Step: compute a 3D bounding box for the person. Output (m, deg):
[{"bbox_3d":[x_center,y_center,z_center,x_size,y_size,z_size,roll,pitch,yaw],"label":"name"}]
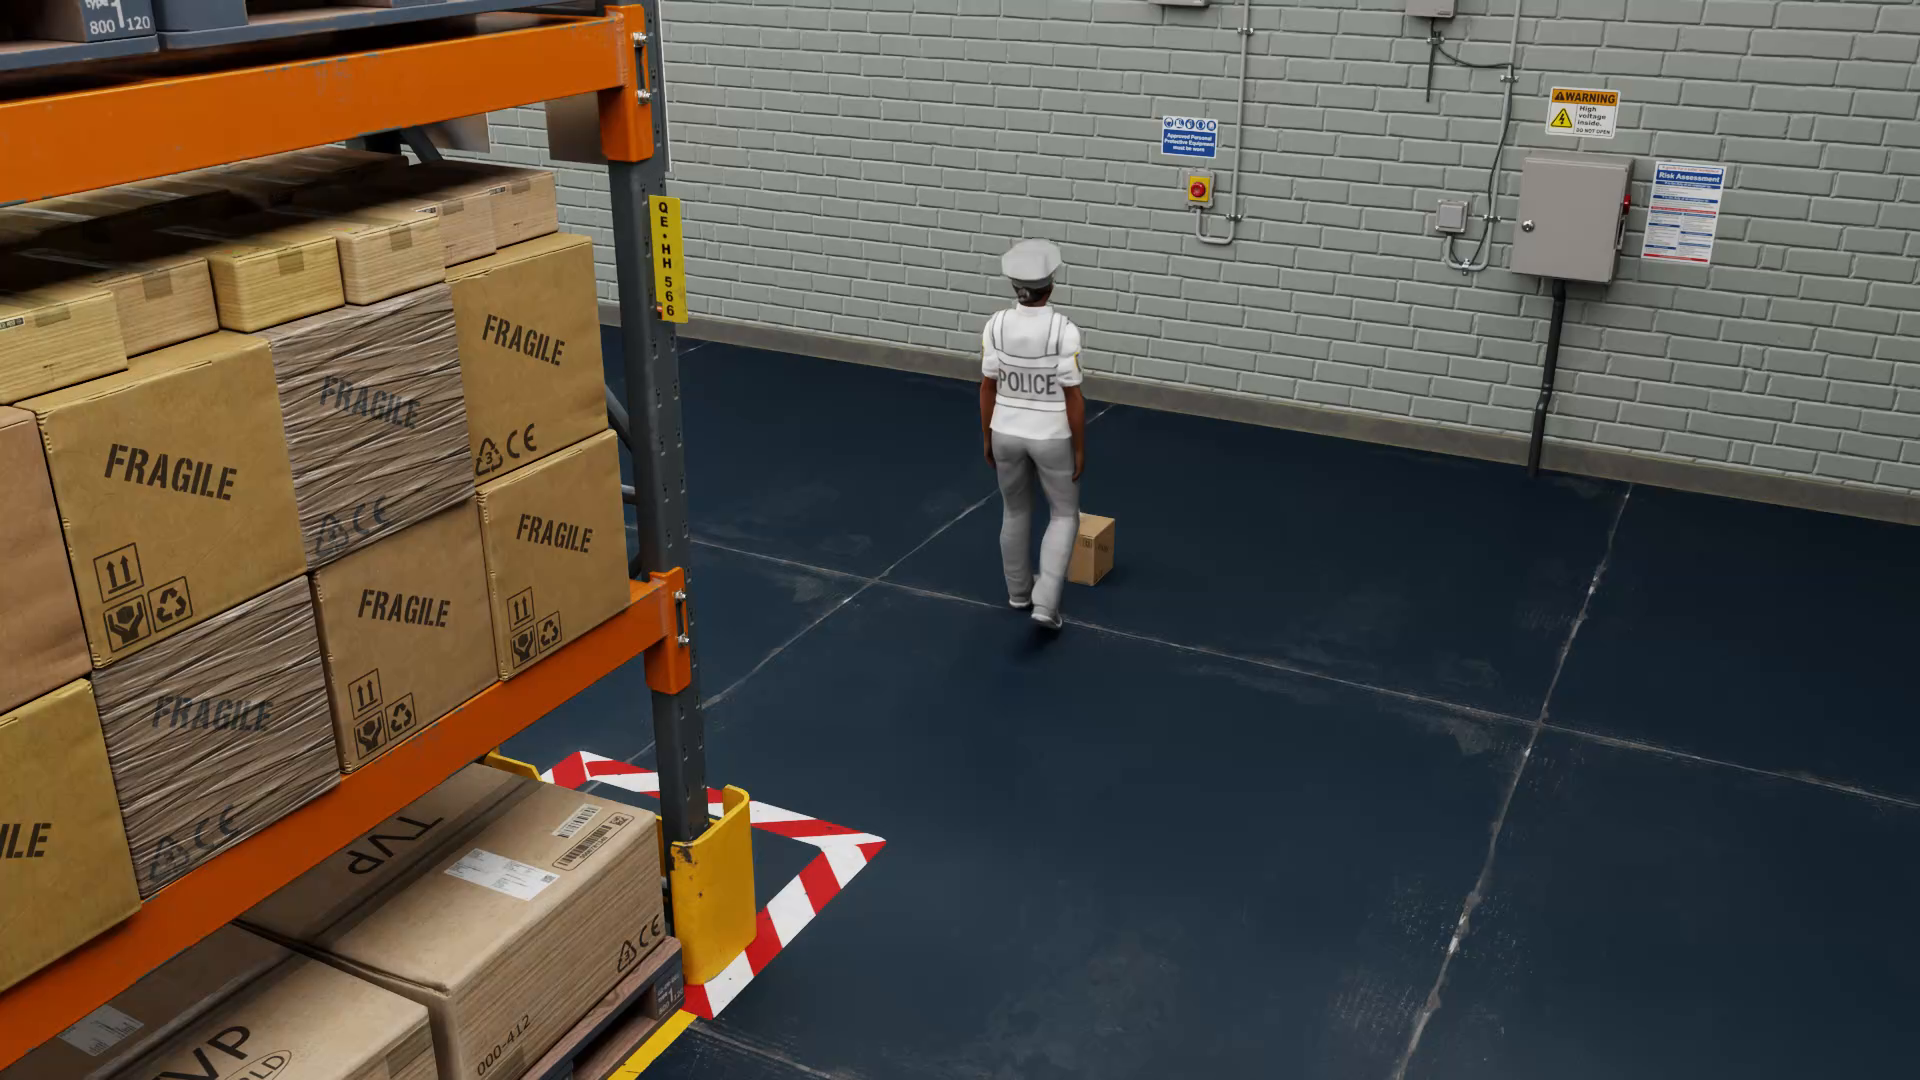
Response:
[{"bbox_3d":[0.324,-0.447,7.094,0.465,1.685,0.616,8,24,19],"label":"person"}]
